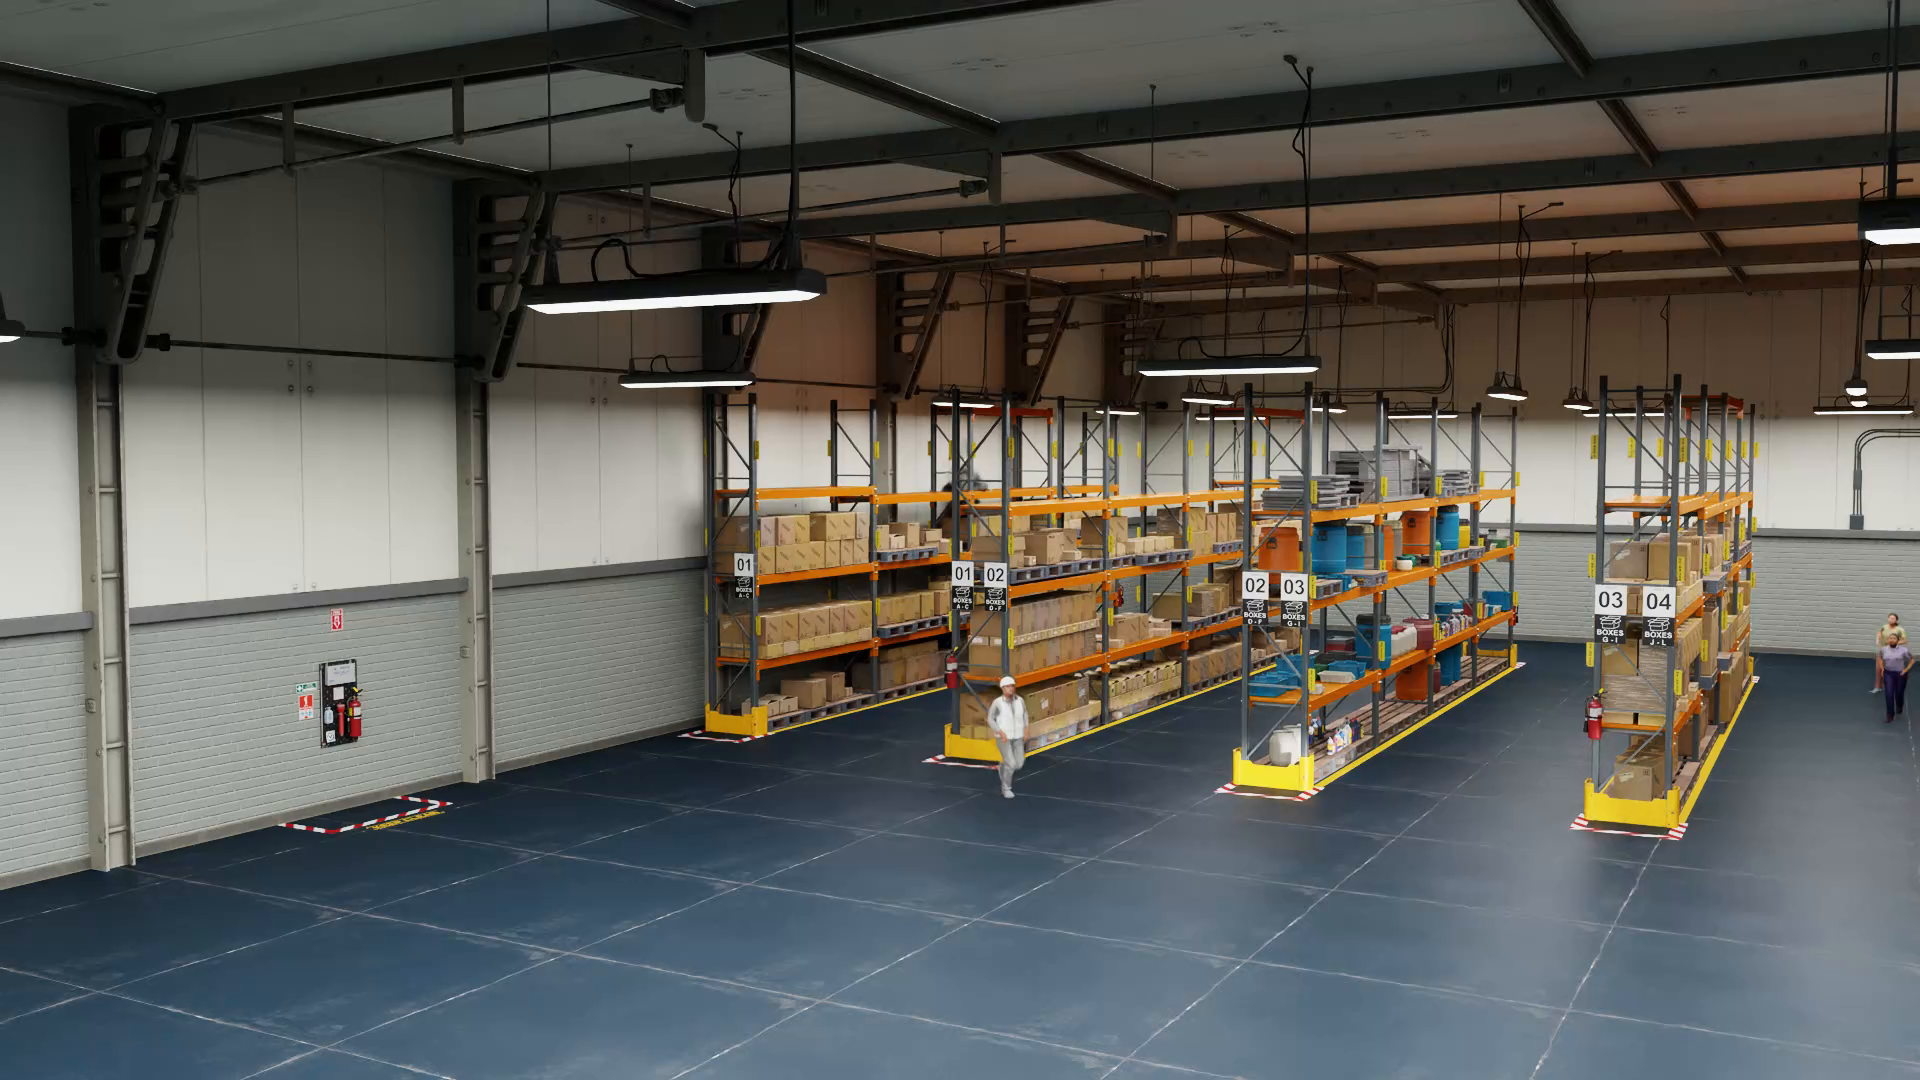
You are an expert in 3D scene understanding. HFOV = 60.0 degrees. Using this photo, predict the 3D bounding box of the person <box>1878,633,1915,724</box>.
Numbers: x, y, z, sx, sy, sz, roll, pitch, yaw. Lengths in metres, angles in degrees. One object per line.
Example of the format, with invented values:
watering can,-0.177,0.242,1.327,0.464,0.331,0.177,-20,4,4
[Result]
person,17.286,2.538,30.717,0.600,1.654,0.739,2,4,37

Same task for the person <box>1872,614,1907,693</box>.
person,19.284,2.344,34.443,0.839,1.662,0.615,-3,4,-41

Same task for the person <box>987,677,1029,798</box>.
person,0.689,2.842,24.120,0.680,1.750,0.649,-1,3,-26
